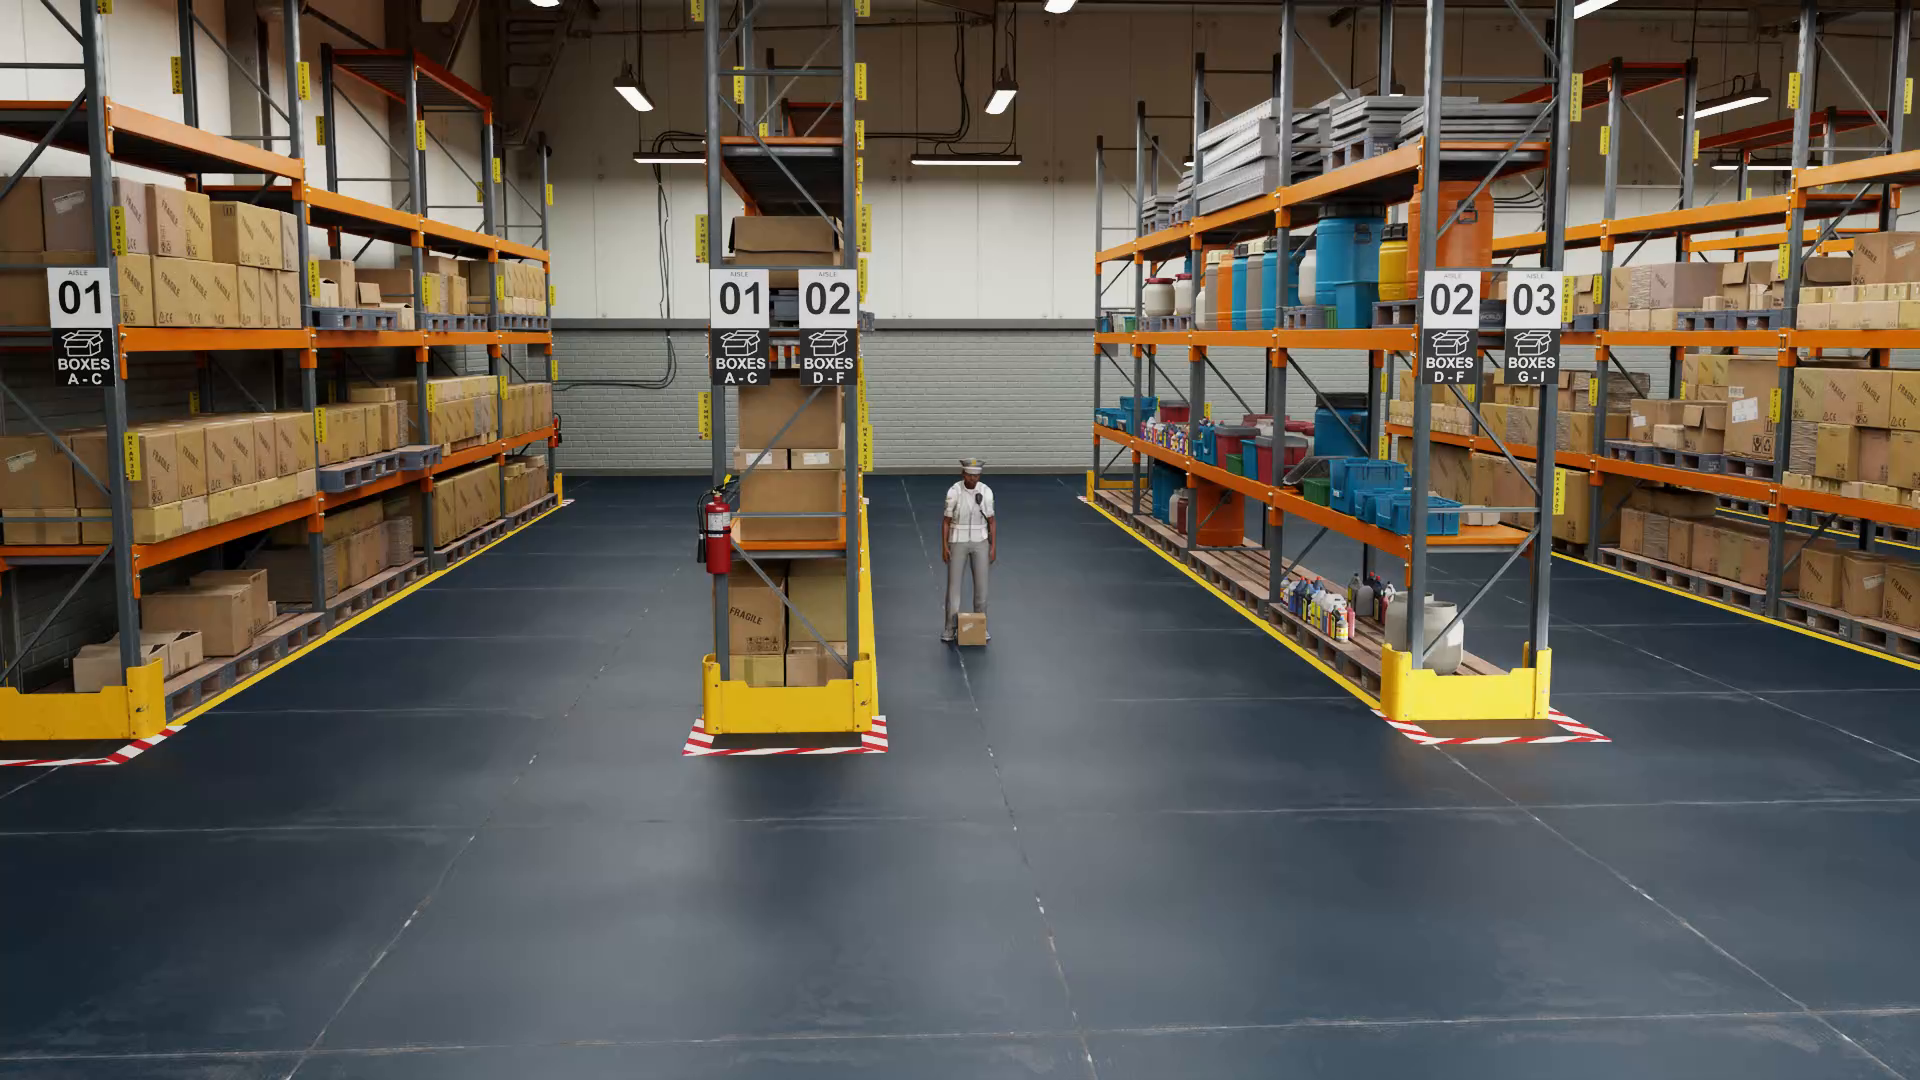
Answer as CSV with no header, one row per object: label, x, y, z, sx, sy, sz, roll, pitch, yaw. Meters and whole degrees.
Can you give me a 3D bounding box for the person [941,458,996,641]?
person,0.076,0.077,15.130,0.512,1.657,0.399,-1,7,-4
